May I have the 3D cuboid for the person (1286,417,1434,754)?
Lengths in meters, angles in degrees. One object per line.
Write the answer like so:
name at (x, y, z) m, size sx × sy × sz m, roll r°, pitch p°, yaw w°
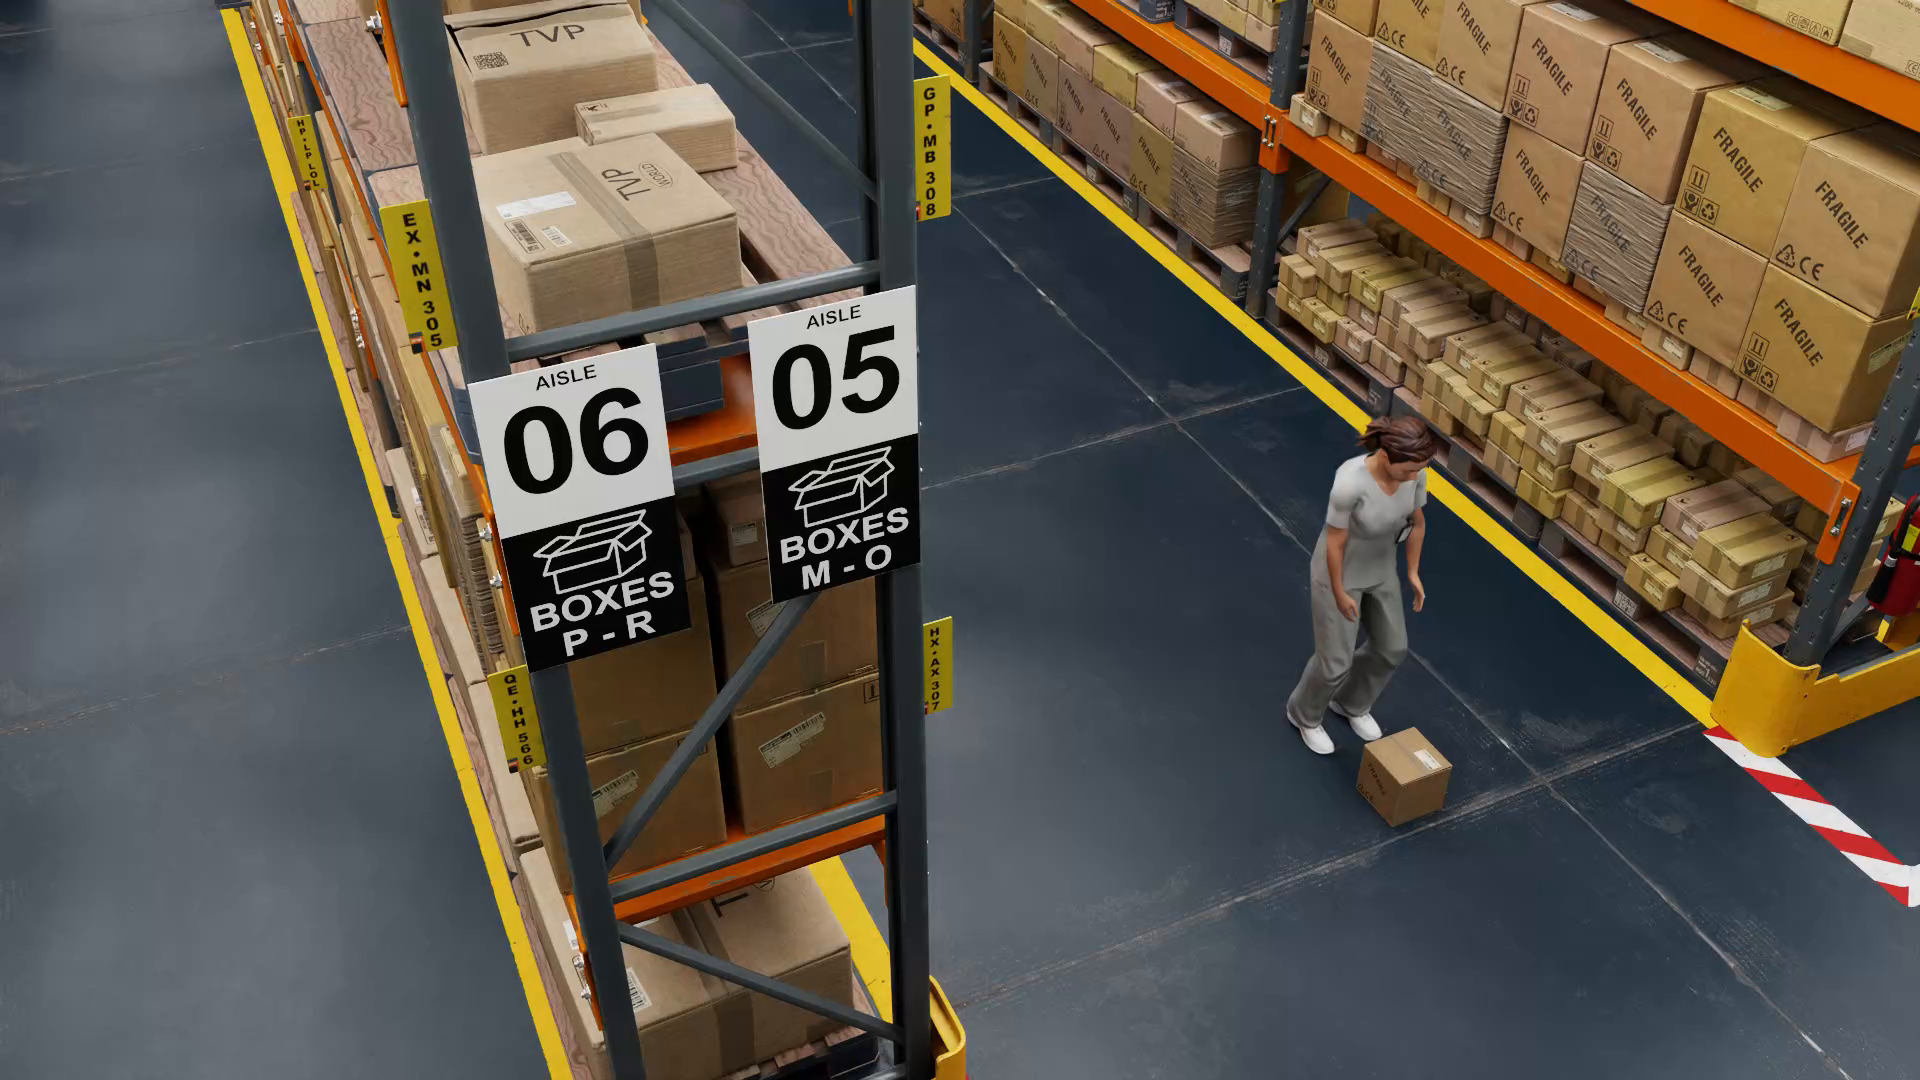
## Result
person at (1.633, 0.159, 6.696) m, size 0.461 × 1.627 × 0.388 m, roll -15°, pitch 40°, yaw -19°
